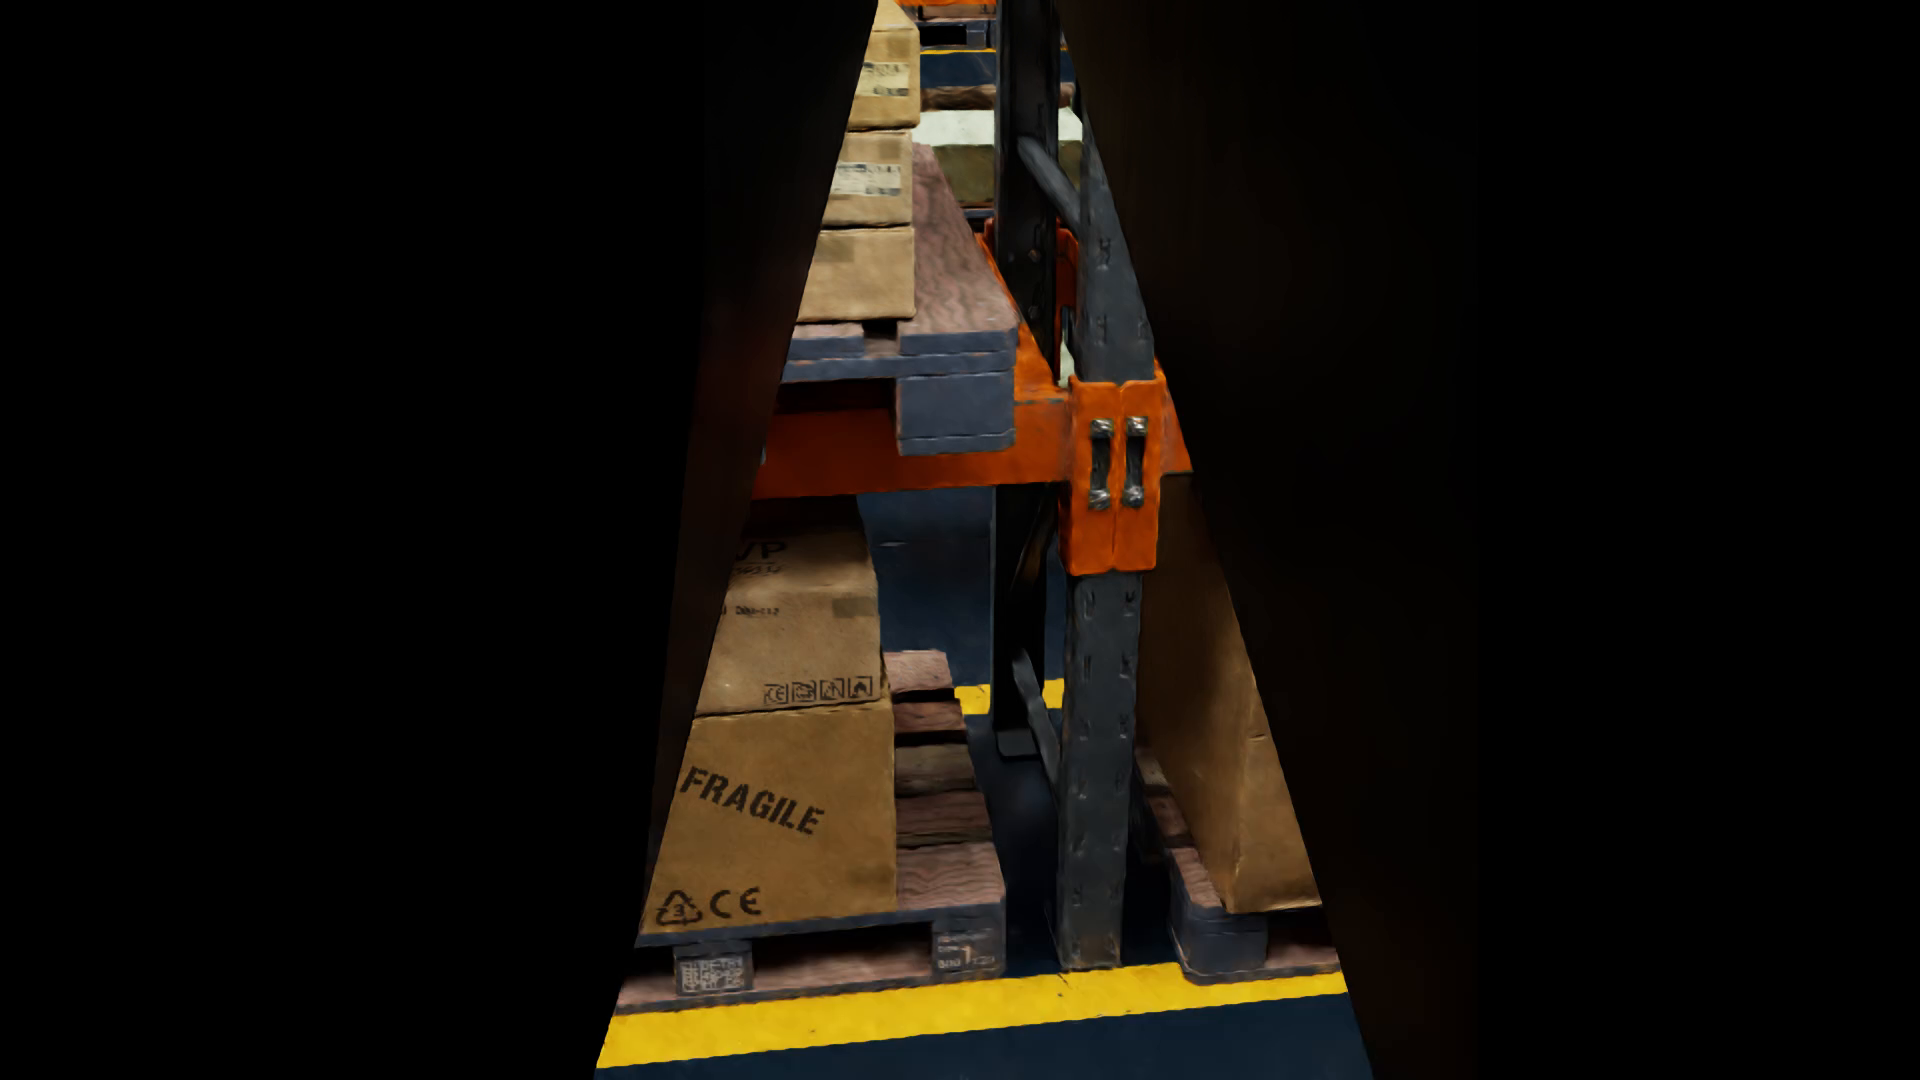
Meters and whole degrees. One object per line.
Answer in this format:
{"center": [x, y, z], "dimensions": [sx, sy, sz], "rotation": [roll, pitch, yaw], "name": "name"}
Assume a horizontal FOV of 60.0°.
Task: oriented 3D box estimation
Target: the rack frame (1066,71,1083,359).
{"center": [0.369, -0.691, 4.954], "dimensions": [0.023, 1.500, 0.400], "rotation": [-4, 27, -7], "name": "rack frame"}

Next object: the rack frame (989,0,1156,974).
{"center": [0.207, -0.656, 3.243], "dimensions": [0.127, 3.000, 1.000], "rotation": [-4, 27, -7], "name": "rack frame"}

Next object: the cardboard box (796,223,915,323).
{"center": [-0.217, -0.492, 2.739], "dimensions": [0.250, 0.149, 0.380], "rotation": [-3, 27, -6], "name": "cardboard box"}

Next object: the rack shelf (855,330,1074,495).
{"center": [0.007, -0.378, 5.057], "dimensions": [0.720, 0.370, 0.431], "rotation": [-4, 27, -7], "name": "rack shelf"}

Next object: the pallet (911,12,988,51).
{"center": [-0.457, -3.925, 12.669], "dimensions": [1.213, 0.211, 1.003], "rotation": [-4, 27, -7], "name": "pallet"}

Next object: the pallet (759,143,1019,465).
{"center": [-0.483, -0.477, 3.105], "dimensions": [1.003, 0.211, 1.213], "rotation": [-4, 27, -7], "name": "pallet"}

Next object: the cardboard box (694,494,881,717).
{"center": [-0.433, 0.097, 3.231], "dimensions": [0.500, 0.250, 0.500], "rotation": [-4, 27, -8], "name": "cardboard box"}

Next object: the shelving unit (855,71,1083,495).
{"center": [0.007, -0.668, 4.908], "dimensions": [0.755, 1.500, 0.431], "rotation": [-4, 27, -7], "name": "shelving unit"}

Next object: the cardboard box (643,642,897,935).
{"center": [-0.408, 0.429, 3.406], "dimensions": [0.500, 0.500, 0.500], "rotation": [-4, 27, -7], "name": "cardboard box"}

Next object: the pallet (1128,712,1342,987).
{"center": [0.999, 0.568, 3.911], "dimensions": [1.213, 0.211, 1.003], "rotation": [-4, 27, -7], "name": "pallet"}

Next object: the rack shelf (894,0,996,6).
{"center": [1.398, -2.695, 8.004], "dimensions": [4.000, 0.370, 1.077], "rotation": [-4, 27, -7], "name": "rack shelf"}

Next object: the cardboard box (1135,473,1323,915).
{"center": [0.823, 0.160, 3.657], "dimensions": [0.750, 0.750, 1.050], "rotation": [-4, 27, -8], "name": "cardboard box"}

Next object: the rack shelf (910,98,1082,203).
{"center": [0.007, -1.015, 4.730], "dimensions": [0.720, 0.370, 0.431], "rotation": [-4, 27, -7], "name": "rack shelf"}

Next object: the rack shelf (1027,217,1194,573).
{"center": [2.188, -0.463, 3.655], "dimensions": [4.000, 0.370, 1.077], "rotation": [-4, 27, -7], "name": "rack shelf"}

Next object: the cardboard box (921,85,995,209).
{"center": [-0.021, -1.937, 8.157], "dimensions": [0.625, 0.372, 0.950], "rotation": [-5, 28, -11], "name": "cardboard box"}

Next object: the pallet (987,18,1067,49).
{"center": [0.749, -4.001, 12.817], "dimensions": [1.213, 0.211, 1.003], "rotation": [-4, 27, -7], "name": "pallet"}

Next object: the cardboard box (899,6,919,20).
{"center": [-0.658, -4.295, 12.476], "dimensions": [0.625, 0.625, 0.875], "rotation": [-3, 27, -5], "name": "cardboard box"}

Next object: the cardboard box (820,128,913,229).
{"center": [-0.218, -0.626, 2.674], "dimensions": [0.250, 0.149, 0.380], "rotation": [-3, 27, -6], "name": "cardboard box"}

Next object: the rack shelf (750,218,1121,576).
{"center": [-1.773, -0.209, 3.160], "dimensions": [4.000, 0.370, 1.077], "rotation": [-4, 27, -7], "name": "rack shelf"}

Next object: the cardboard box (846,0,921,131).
{"center": [-0.214, -0.758, 2.604], "dimensions": [0.250, 0.149, 0.380], "rotation": [-5, 28, -9], "name": "cardboard box"}

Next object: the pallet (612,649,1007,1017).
{"center": [-0.567, 0.633, 3.784], "dimensions": [1.213, 0.211, 1.003], "rotation": [-4, 27, -7], "name": "pallet"}

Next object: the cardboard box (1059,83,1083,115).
{"center": [0.708, -1.987, 8.256], "dimensions": [0.625, 0.372, 0.950], "rotation": [-4, 27, -8], "name": "cardboard box"}

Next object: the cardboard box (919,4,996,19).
{"center": [-0.012, -4.340, 12.564], "dimensions": [0.625, 0.625, 0.875], "rotation": [-3, 27, -5], "name": "cardboard box"}

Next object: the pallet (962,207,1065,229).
{"center": [0.192, -1.696, 8.324], "dimensions": [1.213, 0.211, 1.003], "rotation": [-4, 27, -7], "name": "pallet"}
